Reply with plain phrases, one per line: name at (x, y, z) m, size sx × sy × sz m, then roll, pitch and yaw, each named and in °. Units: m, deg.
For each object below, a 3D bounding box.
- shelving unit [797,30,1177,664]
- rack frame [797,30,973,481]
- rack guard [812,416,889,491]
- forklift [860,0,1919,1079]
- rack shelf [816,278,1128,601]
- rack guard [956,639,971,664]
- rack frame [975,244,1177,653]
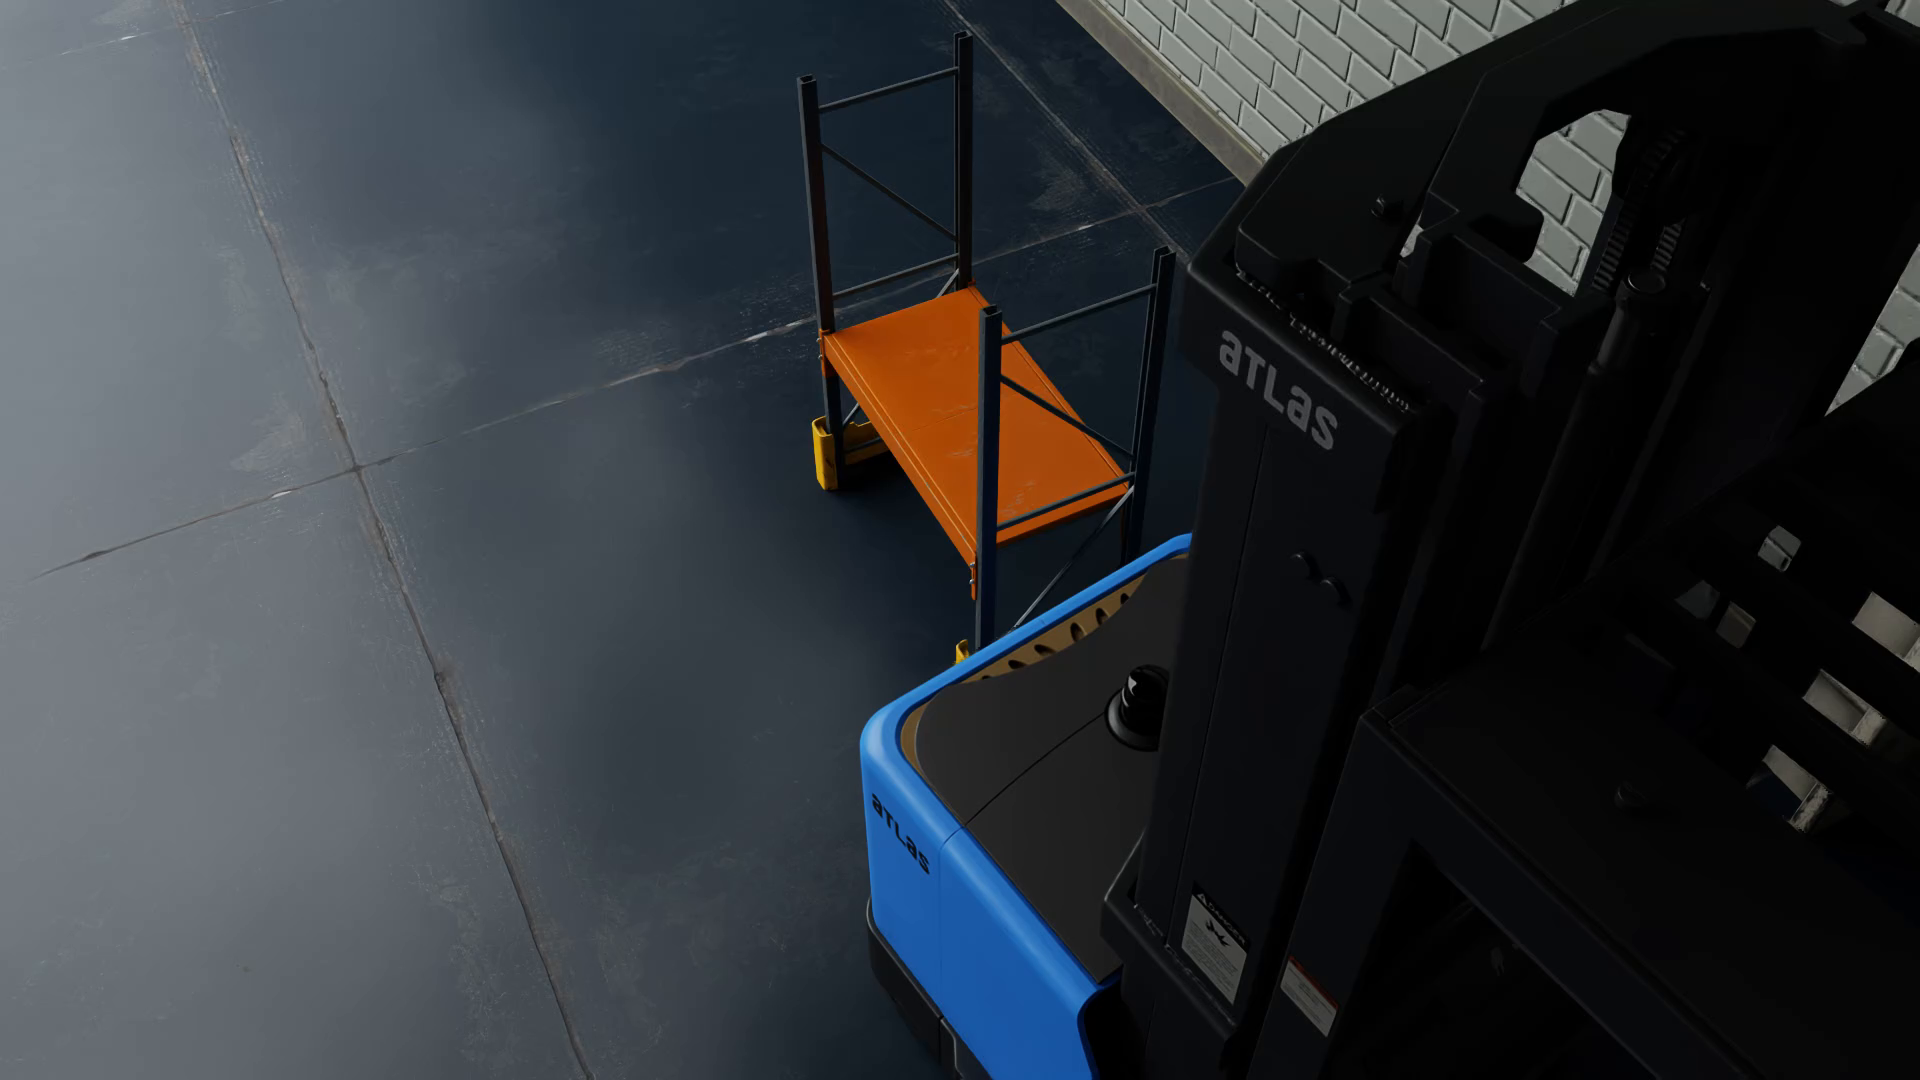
shelving unit at (0.035, -0.443, 4.641) m, size 0.587 × 1.500 × 1.083 m, roll -21°, pitch 52°, yaw -18°
rack frame at (-0.194, -0.777, 4.933) m, size 0.500 × 1.500 × 0.032 m, roll -21°, pitch 52°, yaw -18°
rack guard at (-0.193, -0.365, 5.403) m, size 0.587 × 0.250 × 0.087 m, roll -21°, pitch 52°, yaw -18°
forklift at (1.046, 0.811, 2.594) m, size 1.130 × 2.935 × 3.031 m, roll -29°, pitch 55°, yaw -23°
rack shelf at (0.039, -0.318, 4.771) m, size 0.538 × 0.185 × 1.000 m, roll -21°, pitch 52°, yaw -18°
rack guard at (0.263, 0.302, 4.820) m, size 0.587 × 0.250 × 0.087 m, roll -21°, pitch 52°, yaw -18°
rack frame at (0.272, -0.096, 4.338) m, size 0.500 × 1.500 × 0.032 m, roll -21°, pitch 52°, yaw -18°
